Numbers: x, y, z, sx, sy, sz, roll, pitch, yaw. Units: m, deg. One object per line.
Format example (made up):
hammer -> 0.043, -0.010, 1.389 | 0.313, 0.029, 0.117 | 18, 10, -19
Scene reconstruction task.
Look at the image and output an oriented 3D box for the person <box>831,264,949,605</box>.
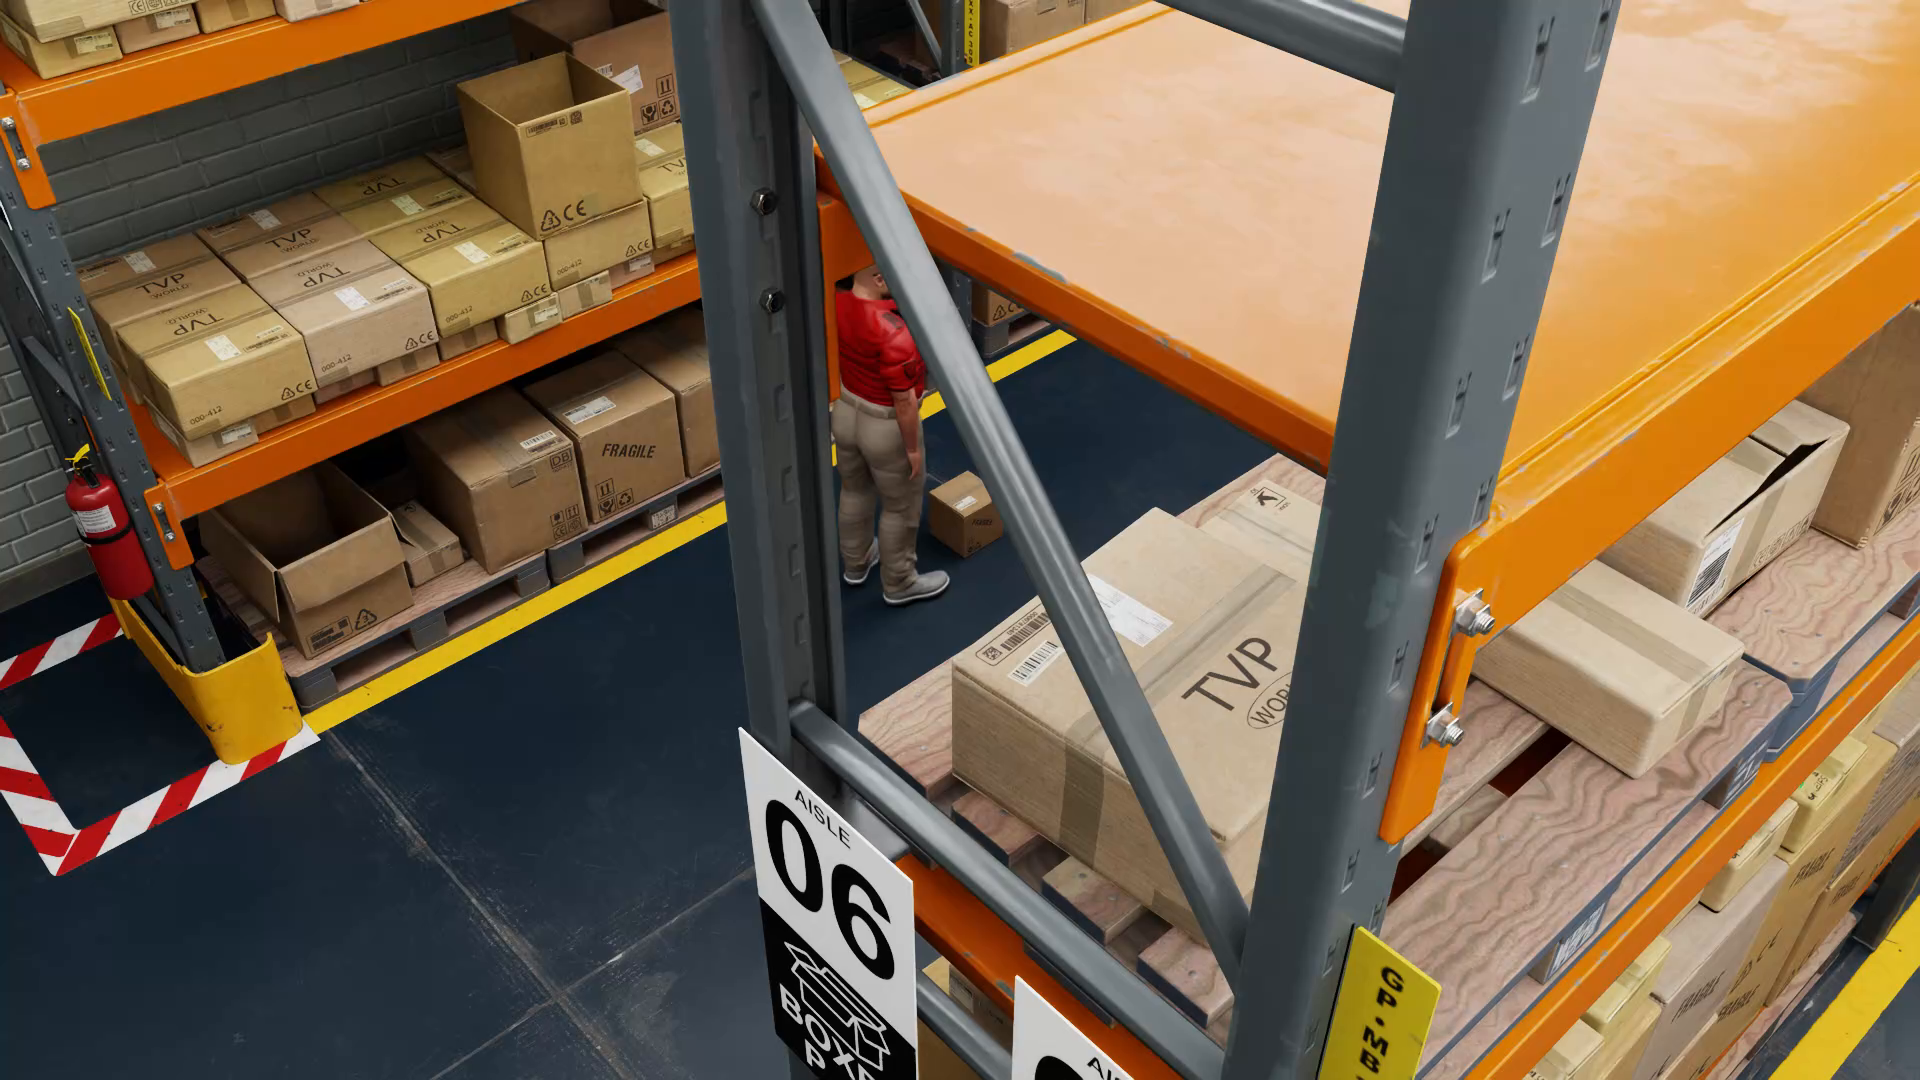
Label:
person -> -0.342, -0.497, 7.069 | 0.559, 1.731, 0.364 | 29, 48, 30
